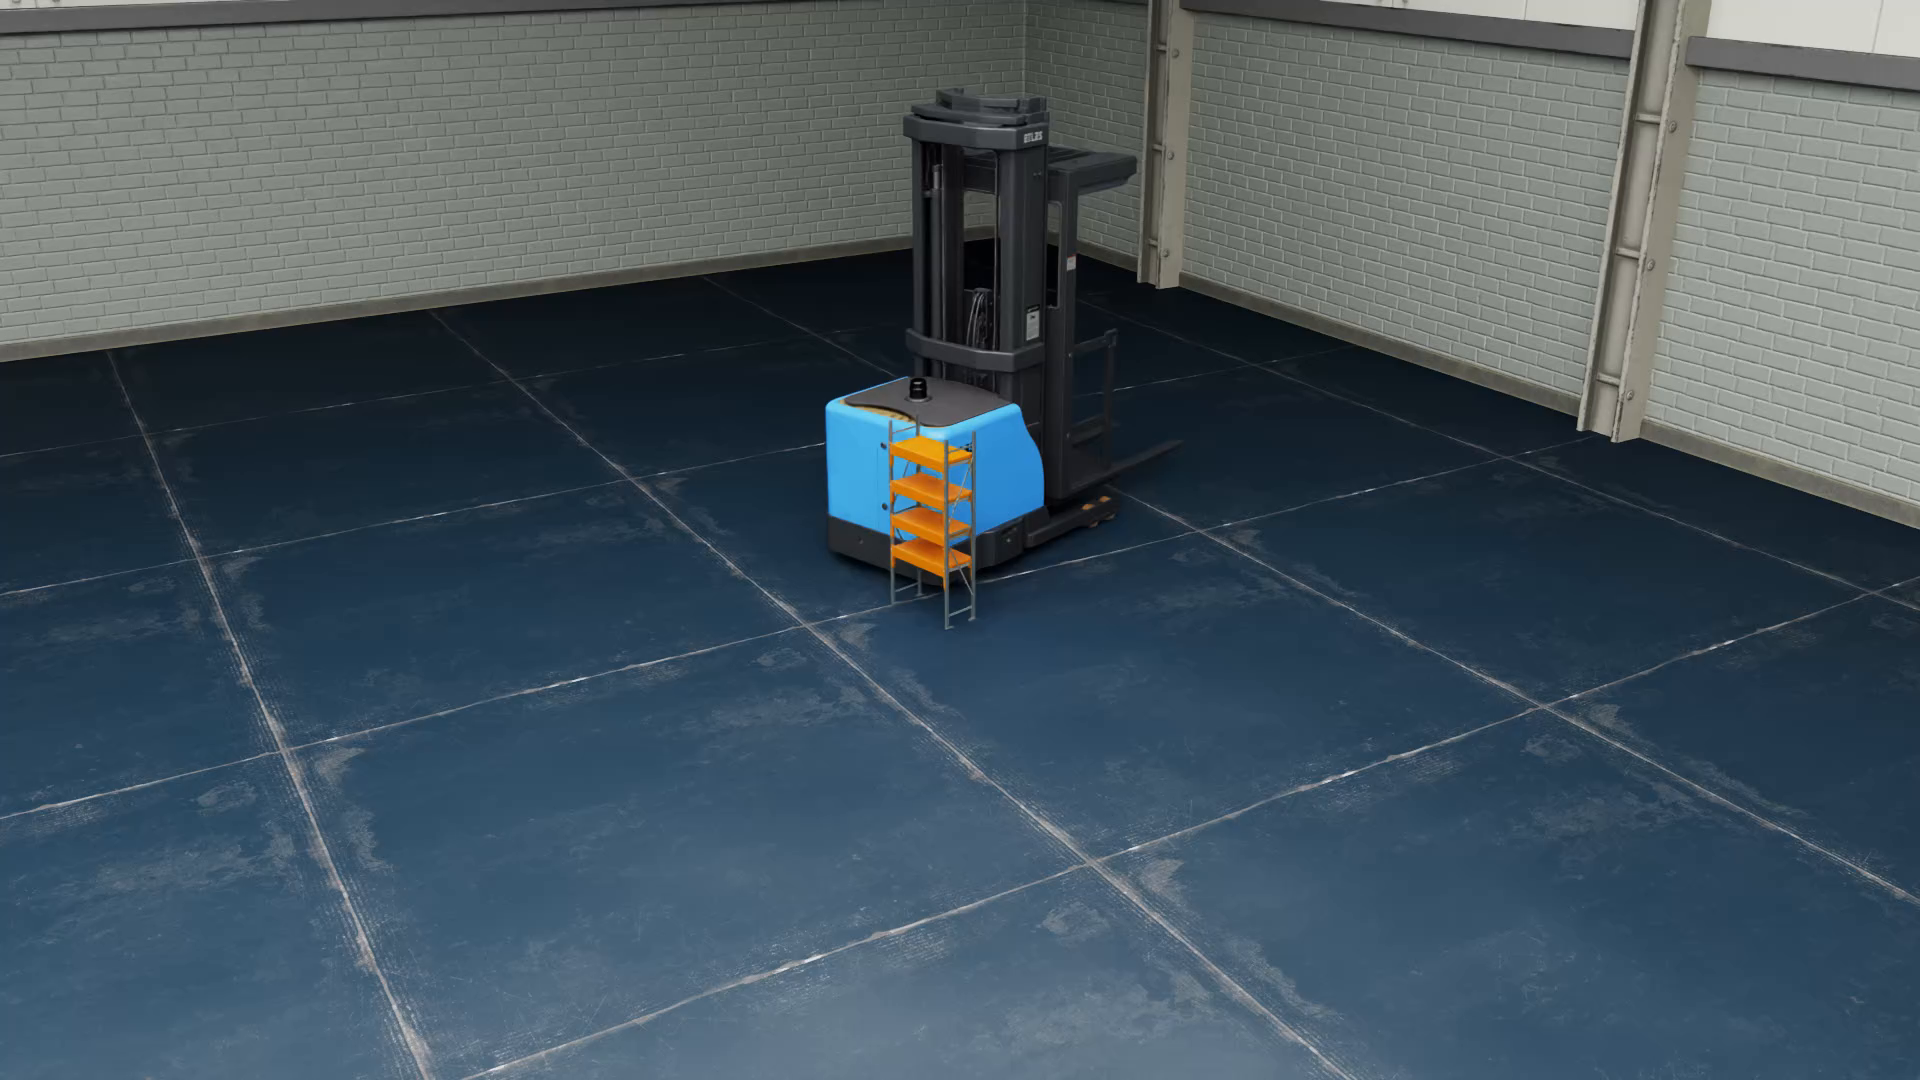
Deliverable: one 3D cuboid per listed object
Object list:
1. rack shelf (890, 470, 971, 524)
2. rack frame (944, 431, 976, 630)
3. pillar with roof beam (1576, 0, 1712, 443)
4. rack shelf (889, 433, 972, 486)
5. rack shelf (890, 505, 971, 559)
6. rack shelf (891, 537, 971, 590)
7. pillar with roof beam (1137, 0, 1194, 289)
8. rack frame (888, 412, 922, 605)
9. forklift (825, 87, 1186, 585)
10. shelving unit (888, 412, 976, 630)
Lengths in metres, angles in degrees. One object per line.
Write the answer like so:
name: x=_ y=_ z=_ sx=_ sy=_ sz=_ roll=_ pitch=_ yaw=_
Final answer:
rack shelf: x=-0.167 y=-0.261 z=9.945 sx=0.258 sy=0.148 sz=0.480 roll=-20 pitch=29 yaw=-39
rack frame: x=0.001 y=-0.049 z=9.839 sx=0.240 sy=1.200 sz=0.015 roll=-20 pitch=29 yaw=-39
pillar with roof beam: x=1.541 y=-4.206 z=9.707 sx=9.100 sy=9.000 sz=0.400 roll=-13 pitch=25 yaw=-28
rack shelf: x=-0.167 y=-0.480 z=9.856 sx=0.258 sy=0.148 sz=0.480 roll=-20 pitch=29 yaw=-39
rack shelf: x=-0.167 y=-0.054 z=10.029 sx=0.258 sy=0.148 sz=0.480 roll=-20 pitch=29 yaw=-39
rack shelf: x=-0.167 y=0.130 z=10.104 sx=0.258 sy=0.148 sz=0.480 roll=-20 pitch=29 yaw=-39
pillar with roof beam: x=-1.524 y=-6.148 z=14.486 sx=9.100 sy=9.000 sz=0.400 roll=-13 pitch=25 yaw=-28
rack frame: x=-0.334 y=-0.183 z=10.168 sx=0.240 sy=1.200 sz=0.015 roll=-20 pitch=29 yaw=-39
forklift: x=0.465 y=-1.551 z=11.235 sx=1.130 sy=2.935 sz=3.031 roll=18 pitch=28 yaw=37
shelving unit: x=-0.167 y=-0.116 z=10.004 sx=0.258 sy=1.200 sz=0.503 roll=-20 pitch=29 yaw=-39
